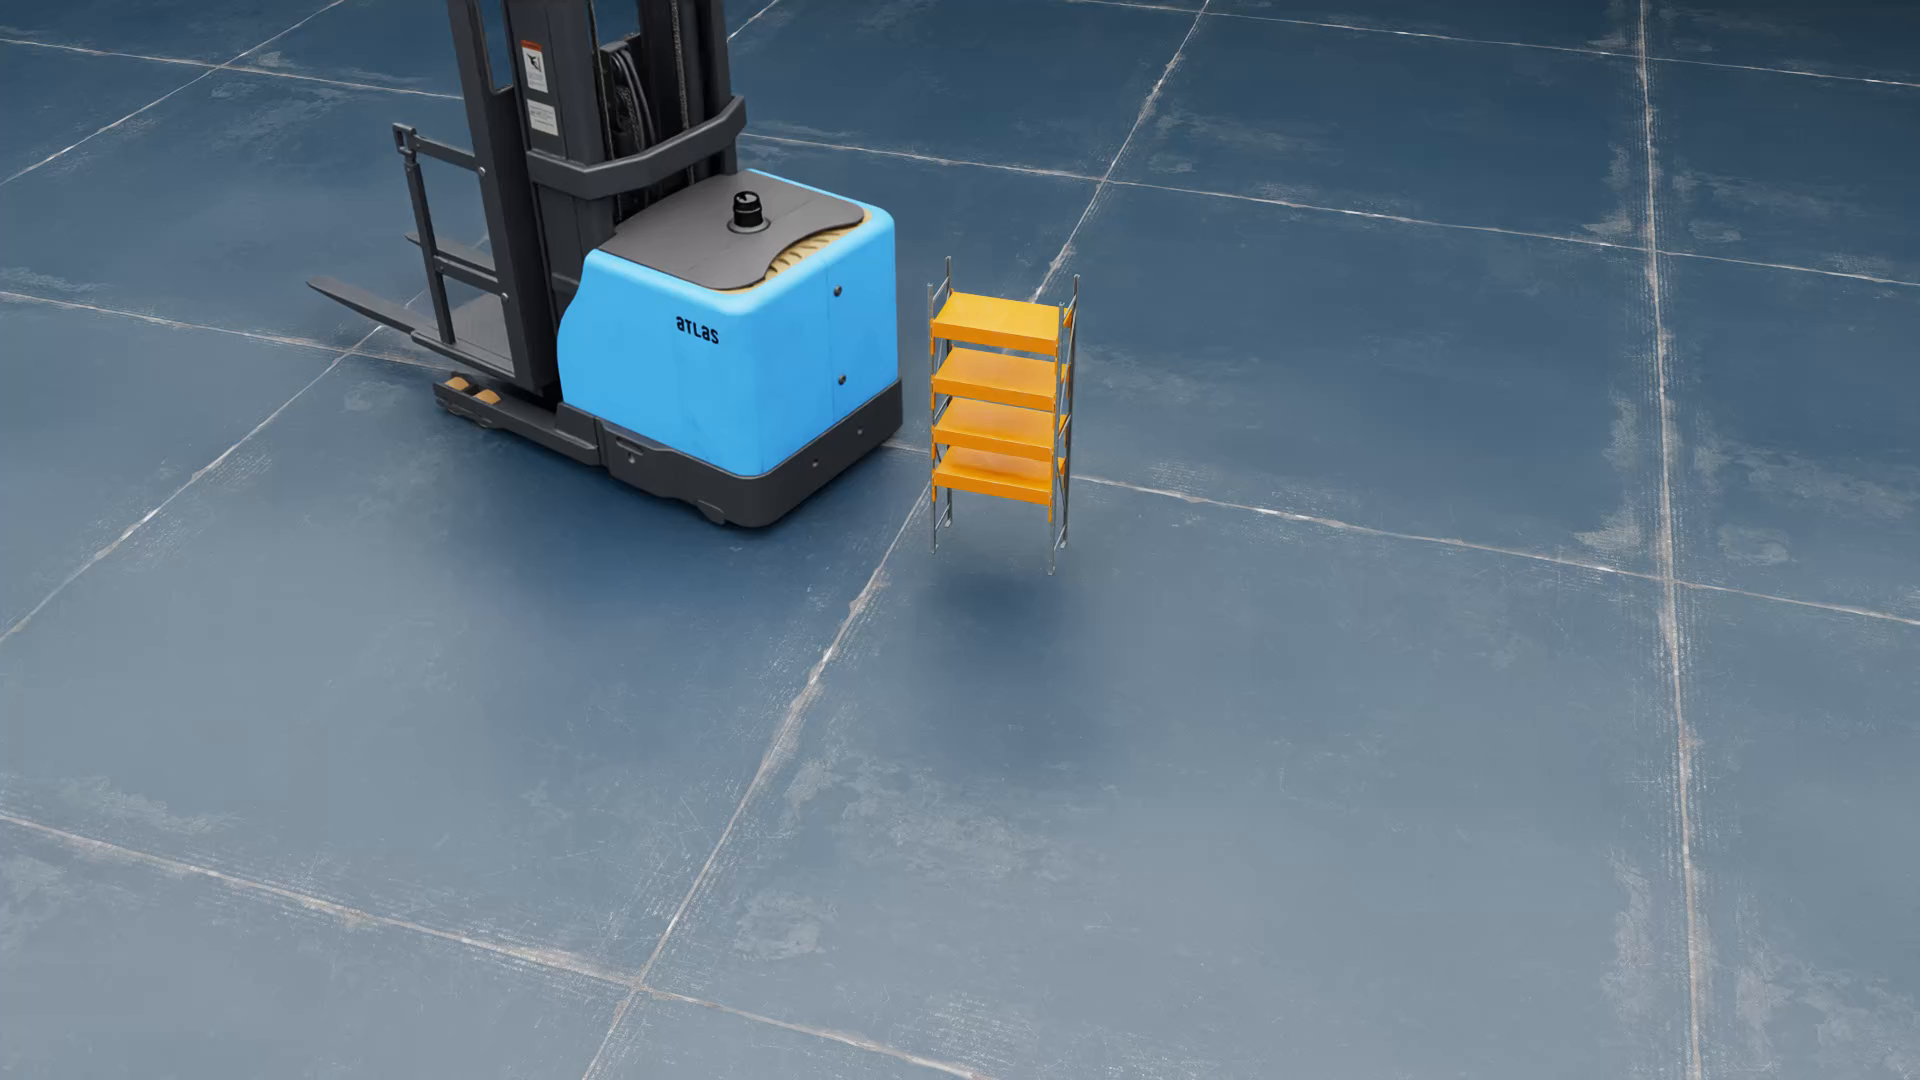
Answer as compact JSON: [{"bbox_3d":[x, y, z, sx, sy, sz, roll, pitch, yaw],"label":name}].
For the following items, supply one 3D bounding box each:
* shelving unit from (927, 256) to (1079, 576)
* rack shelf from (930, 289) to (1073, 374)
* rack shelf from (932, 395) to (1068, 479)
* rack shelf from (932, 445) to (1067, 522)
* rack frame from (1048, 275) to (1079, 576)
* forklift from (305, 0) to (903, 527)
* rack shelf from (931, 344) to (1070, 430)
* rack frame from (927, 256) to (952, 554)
[{"bbox_3d":[0.158,-0.454,6.355,0.503,1.200,0.258,10,38,14],"label":"shelving unit"},{"bbox_3d":[0.158,-0.770,6.122,0.480,0.148,0.258,10,38,14],"label":"rack shelf"},{"bbox_3d":[0.158,-0.400,6.394,0.480,0.148,0.258,10,38,14],"label":"rack shelf"},{"bbox_3d":[0.158,-0.240,6.512,0.480,0.148,0.258,10,38,14],"label":"rack shelf"},{"bbox_3d":[0.391,-0.411,6.296,0.015,1.200,0.240,10,38,14],"label":"rack frame"},{"bbox_3d":[-1.754,-1.915,6.879,3.031,2.935,1.130,22,42,27],"label":"forklift"},{"bbox_3d":[0.158,-0.580,6.262,0.480,0.148,0.258,10,38,14],"label":"rack shelf"},{"bbox_3d":[-0.075,-0.497,6.413,0.015,1.200,0.240,10,38,14],"label":"rack frame"}]
